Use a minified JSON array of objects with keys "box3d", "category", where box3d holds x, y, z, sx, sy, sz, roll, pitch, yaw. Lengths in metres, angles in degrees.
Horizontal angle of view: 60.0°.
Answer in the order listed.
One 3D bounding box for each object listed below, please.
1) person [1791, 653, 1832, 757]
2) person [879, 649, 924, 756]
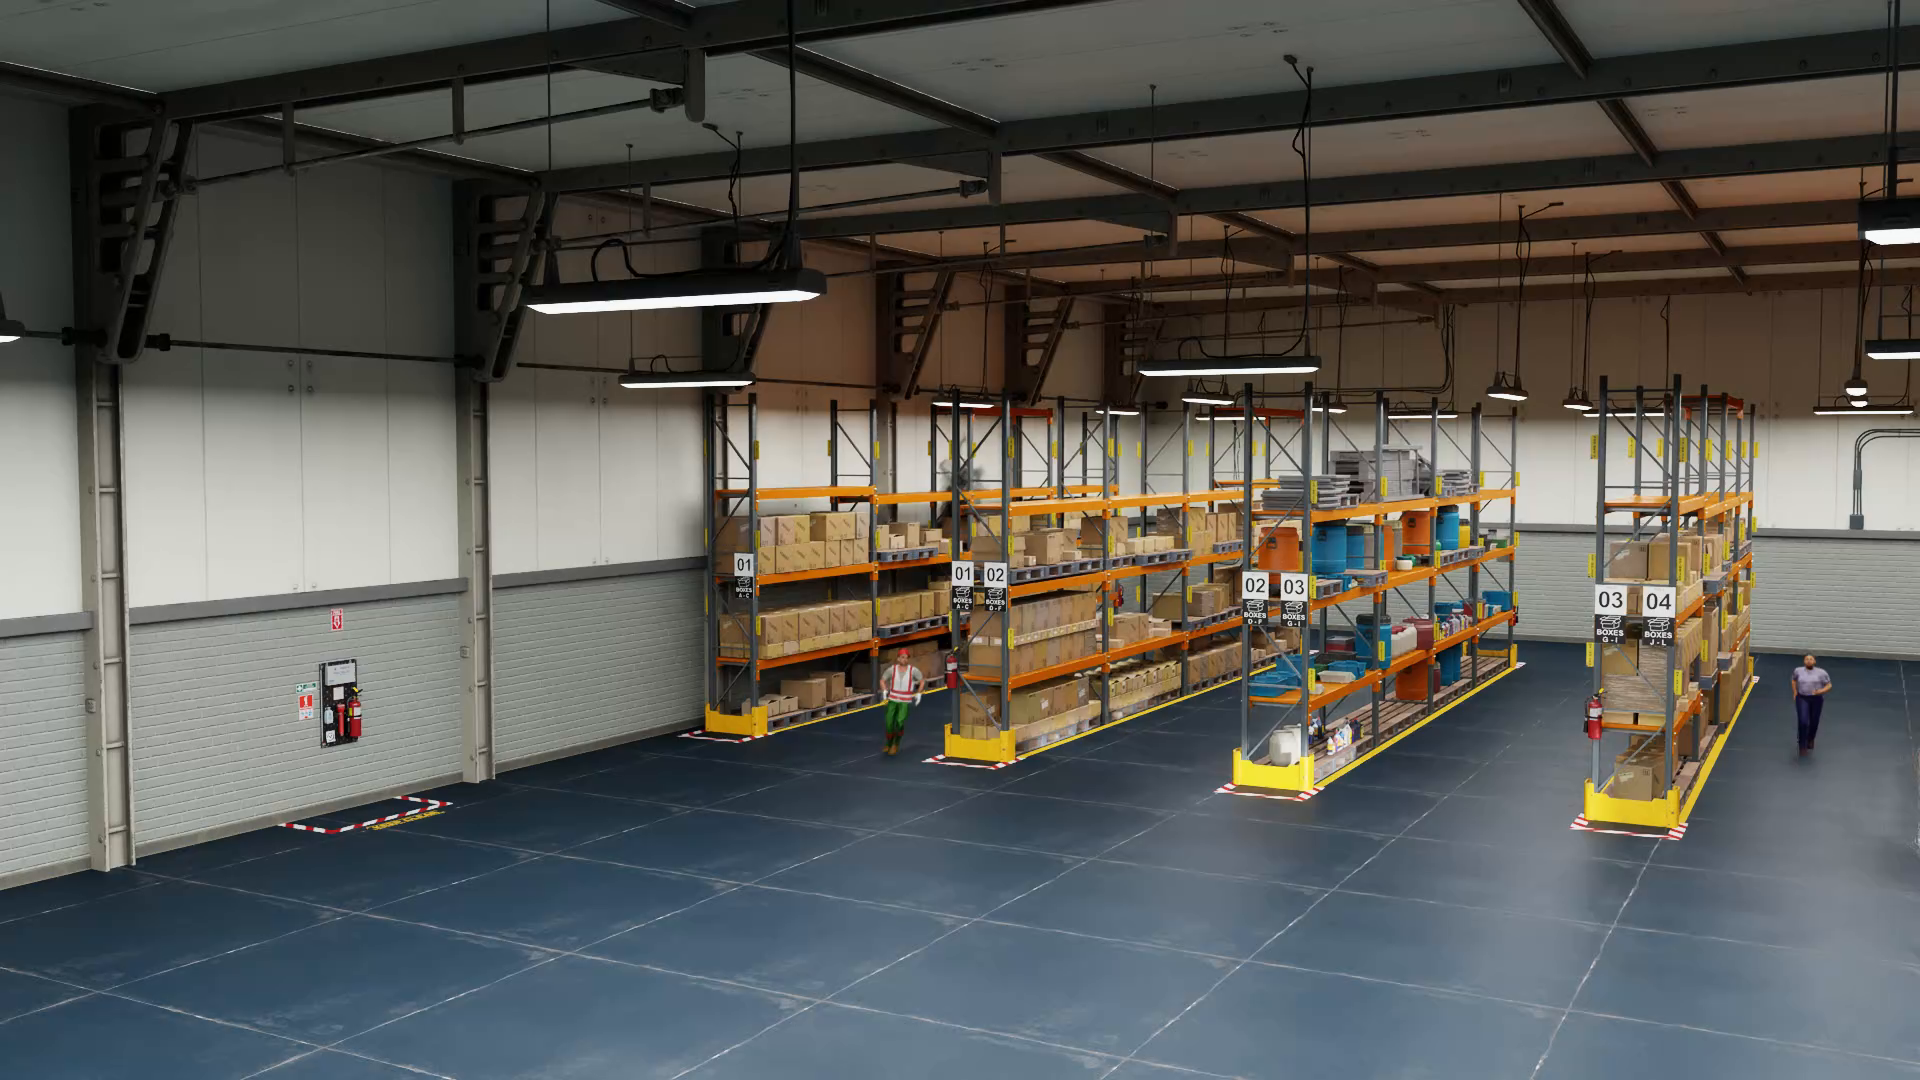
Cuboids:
[{"box3d":[14.023,2.704,27.417,0.597,1.698,0.778,1,3,25],"category":"person"},{"box3d":[-0.976,2.656,27.260,0.720,1.753,0.638,0,3,9],"category":"person"}]
